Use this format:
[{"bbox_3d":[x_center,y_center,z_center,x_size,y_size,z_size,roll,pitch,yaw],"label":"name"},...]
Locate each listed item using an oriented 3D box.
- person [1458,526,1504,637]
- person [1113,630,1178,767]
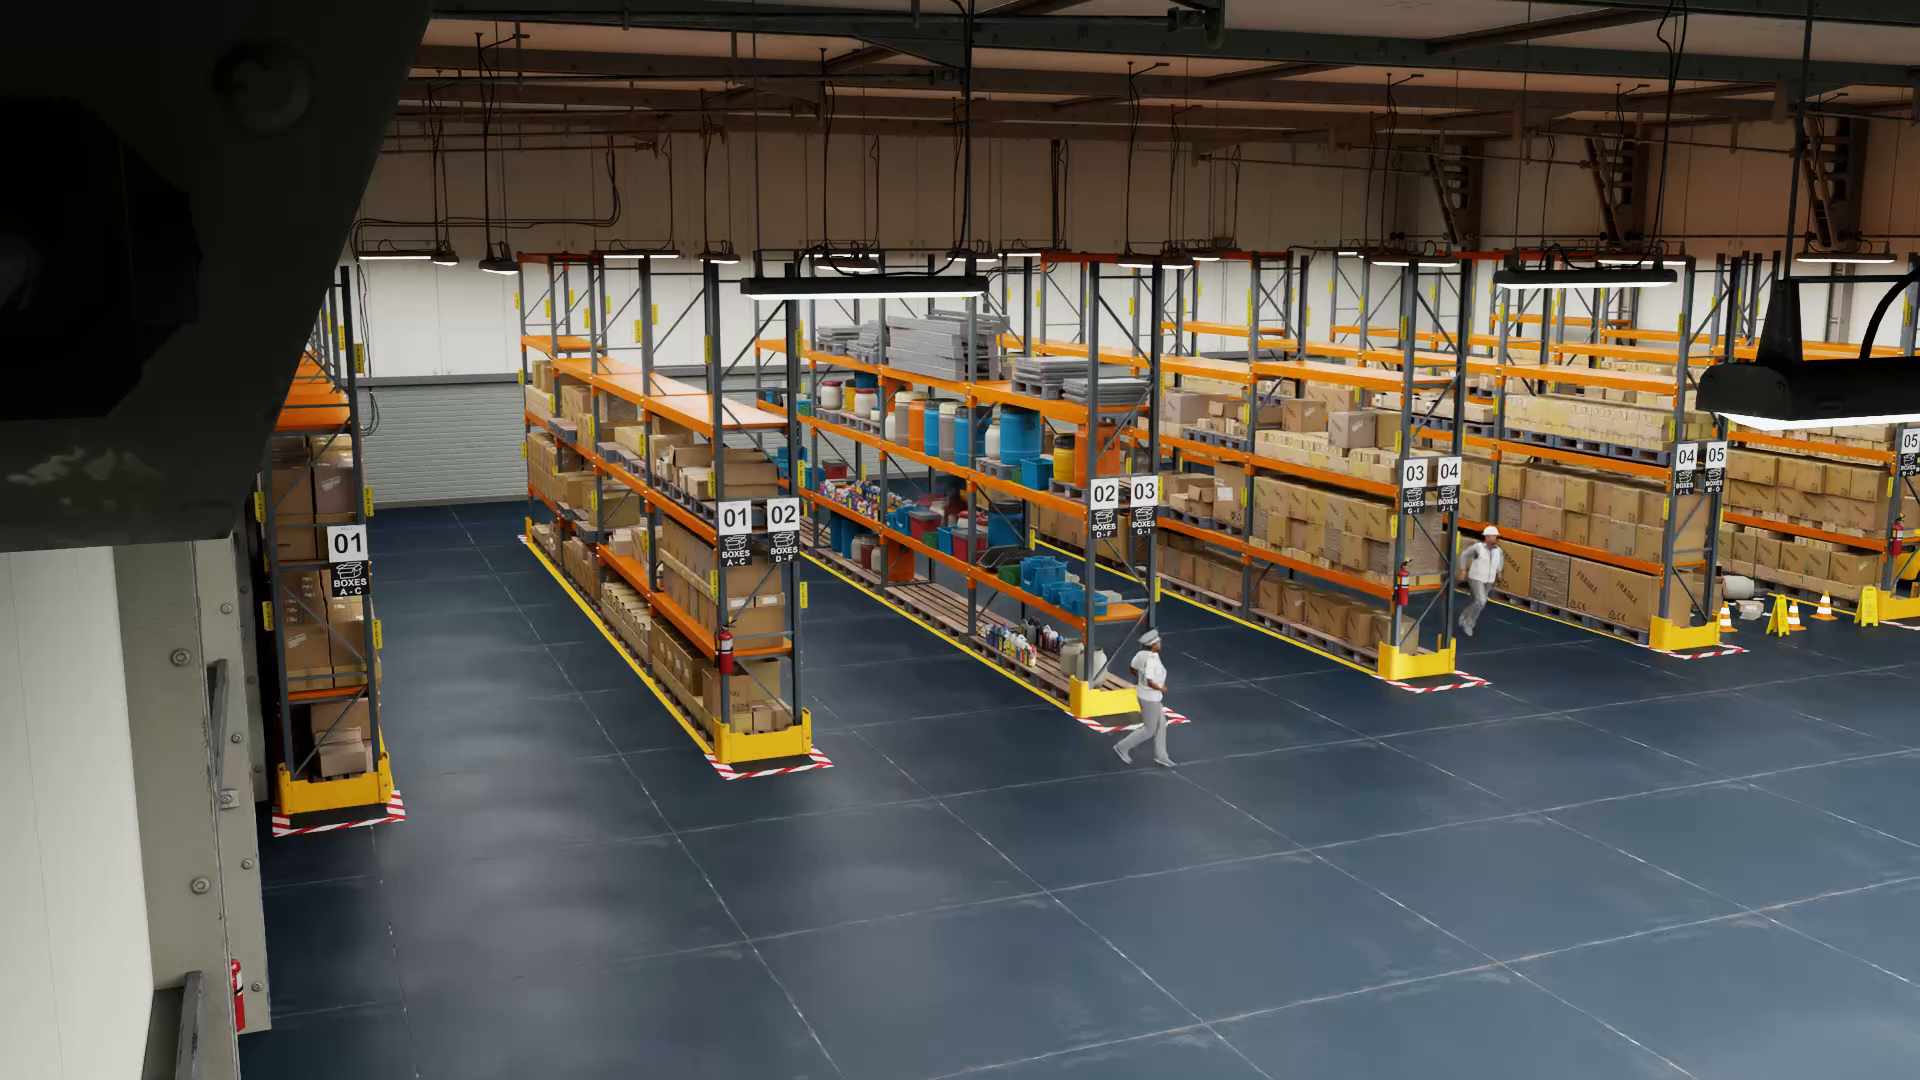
[{"bbox_3d":[8.332,0.634,26.656,0.738,1.716,0.802,-4,11,-19],"label":"person"},{"bbox_3d":[2.246,1.926,19.933,0.791,1.726,0.623,-1,10,-5],"label":"person"}]
